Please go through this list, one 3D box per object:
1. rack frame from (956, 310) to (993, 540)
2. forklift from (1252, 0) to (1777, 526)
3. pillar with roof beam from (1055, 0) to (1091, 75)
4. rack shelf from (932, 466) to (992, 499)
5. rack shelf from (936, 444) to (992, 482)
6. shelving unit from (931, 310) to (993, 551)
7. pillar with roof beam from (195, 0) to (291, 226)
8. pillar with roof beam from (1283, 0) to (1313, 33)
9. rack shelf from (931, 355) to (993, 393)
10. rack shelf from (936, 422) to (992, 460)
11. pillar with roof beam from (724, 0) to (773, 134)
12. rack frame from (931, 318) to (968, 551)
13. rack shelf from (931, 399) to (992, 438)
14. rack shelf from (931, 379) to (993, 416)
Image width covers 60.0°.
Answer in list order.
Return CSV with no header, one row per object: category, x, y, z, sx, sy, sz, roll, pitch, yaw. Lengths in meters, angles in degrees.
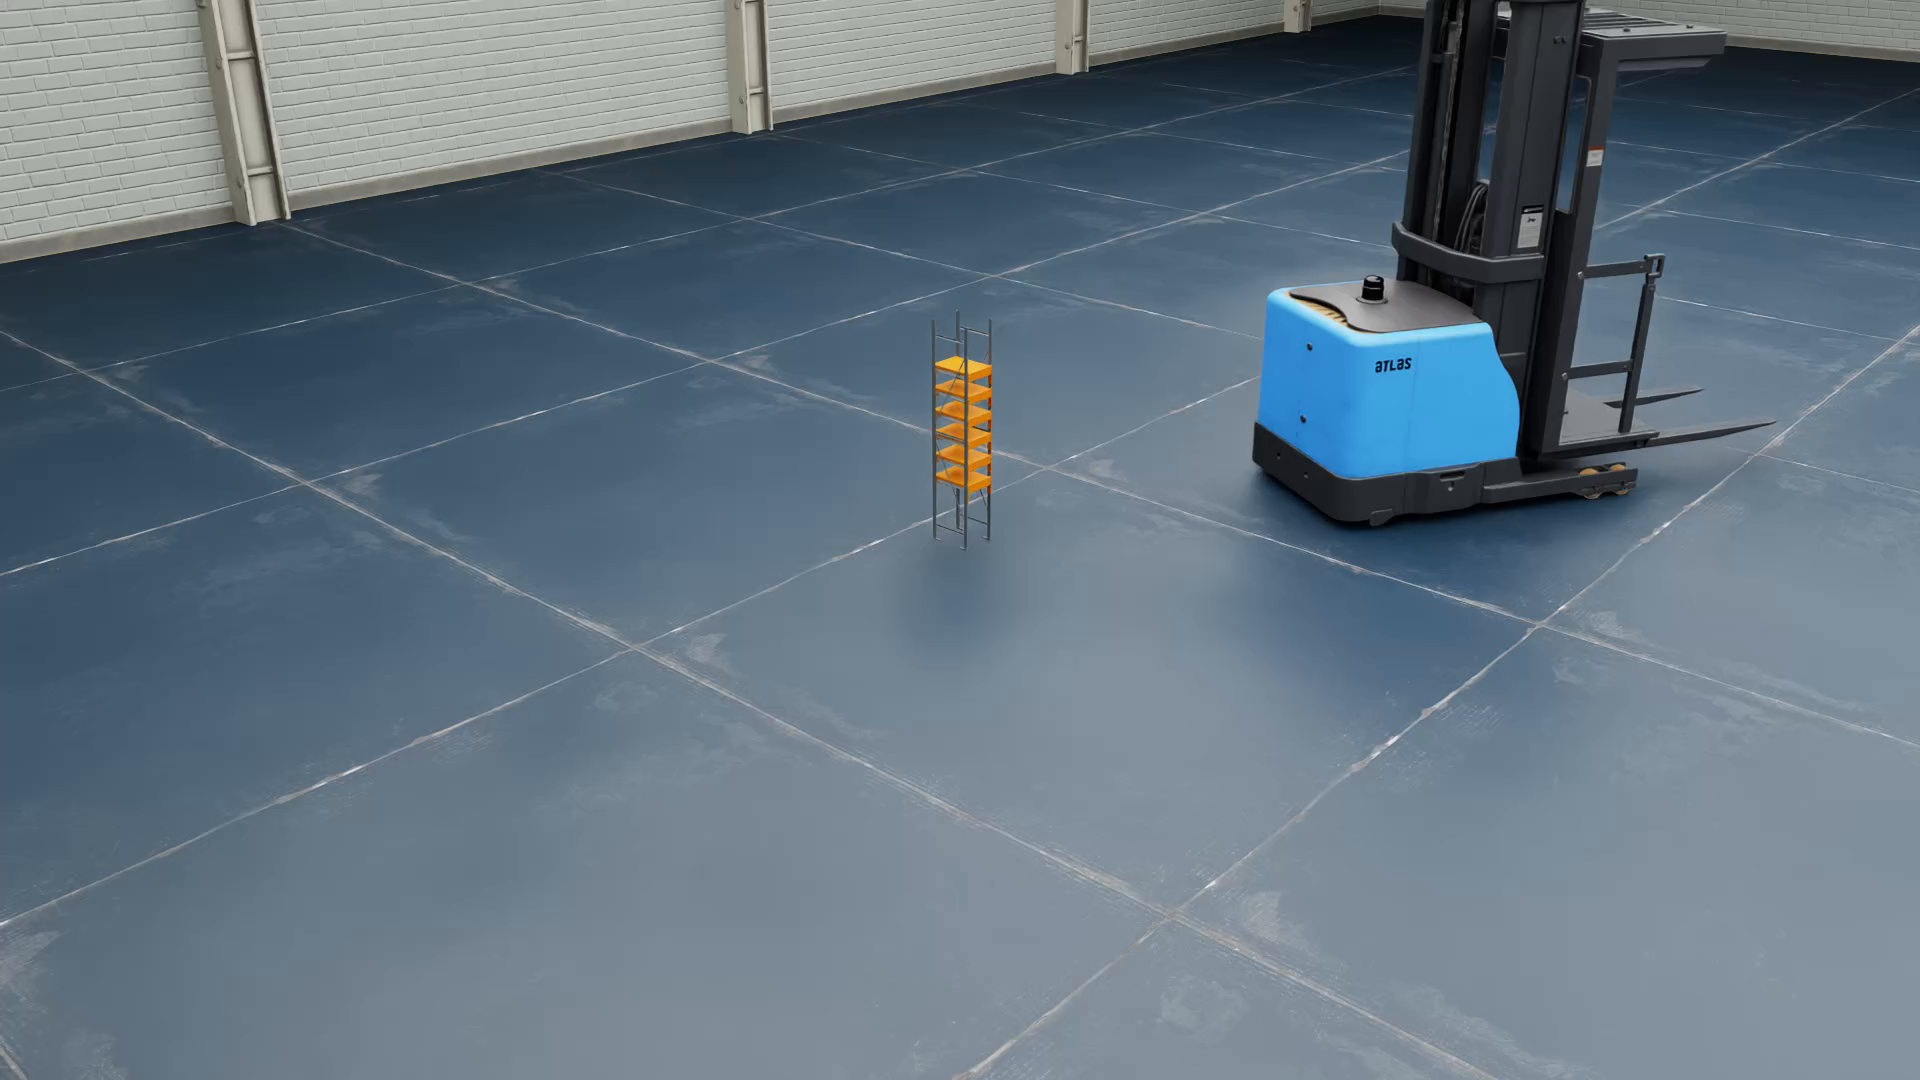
rack frame,0.071,-0.580,8.577,0.240,1.200,0.006,20,31,38
forklift,3.262,-1.761,9.094,3.031,2.935,1.130,-8,25,-17
pillar with roof beam,4.782,-9.547,19.044,9.100,9.000,0.400,20,31,38
rack shelf,0.010,-0.292,8.631,0.258,0.103,0.180,20,31,38
rack shelf,0.010,-0.402,8.582,0.258,0.103,0.180,20,31,38
shelving unit,0.010,-0.552,8.514,0.258,1.200,0.189,20,31,38
pillar with roof beam,-3.227,-5.891,10.890,9.100,9.000,0.400,20,31,38
pillar with roof beam,8.787,-11.375,23.121,9.100,9.000,0.400,20,31,38
rack shelf,0.010,-0.840,8.385,0.258,0.103,0.180,20,31,38
rack shelf,0.010,-0.511,8.533,0.258,0.103,0.180,20,31,38
pillar with roof beam,0.778,-7.719,14.967,9.100,9.000,0.400,20,31,38
rack frame,-0.051,-0.524,8.452,0.240,1.200,0.006,20,31,38
rack shelf,0.010,-0.621,8.483,0.258,0.103,0.180,20,31,38
rack shelf,0.010,-0.730,8.434,0.258,0.103,0.180,20,31,38
